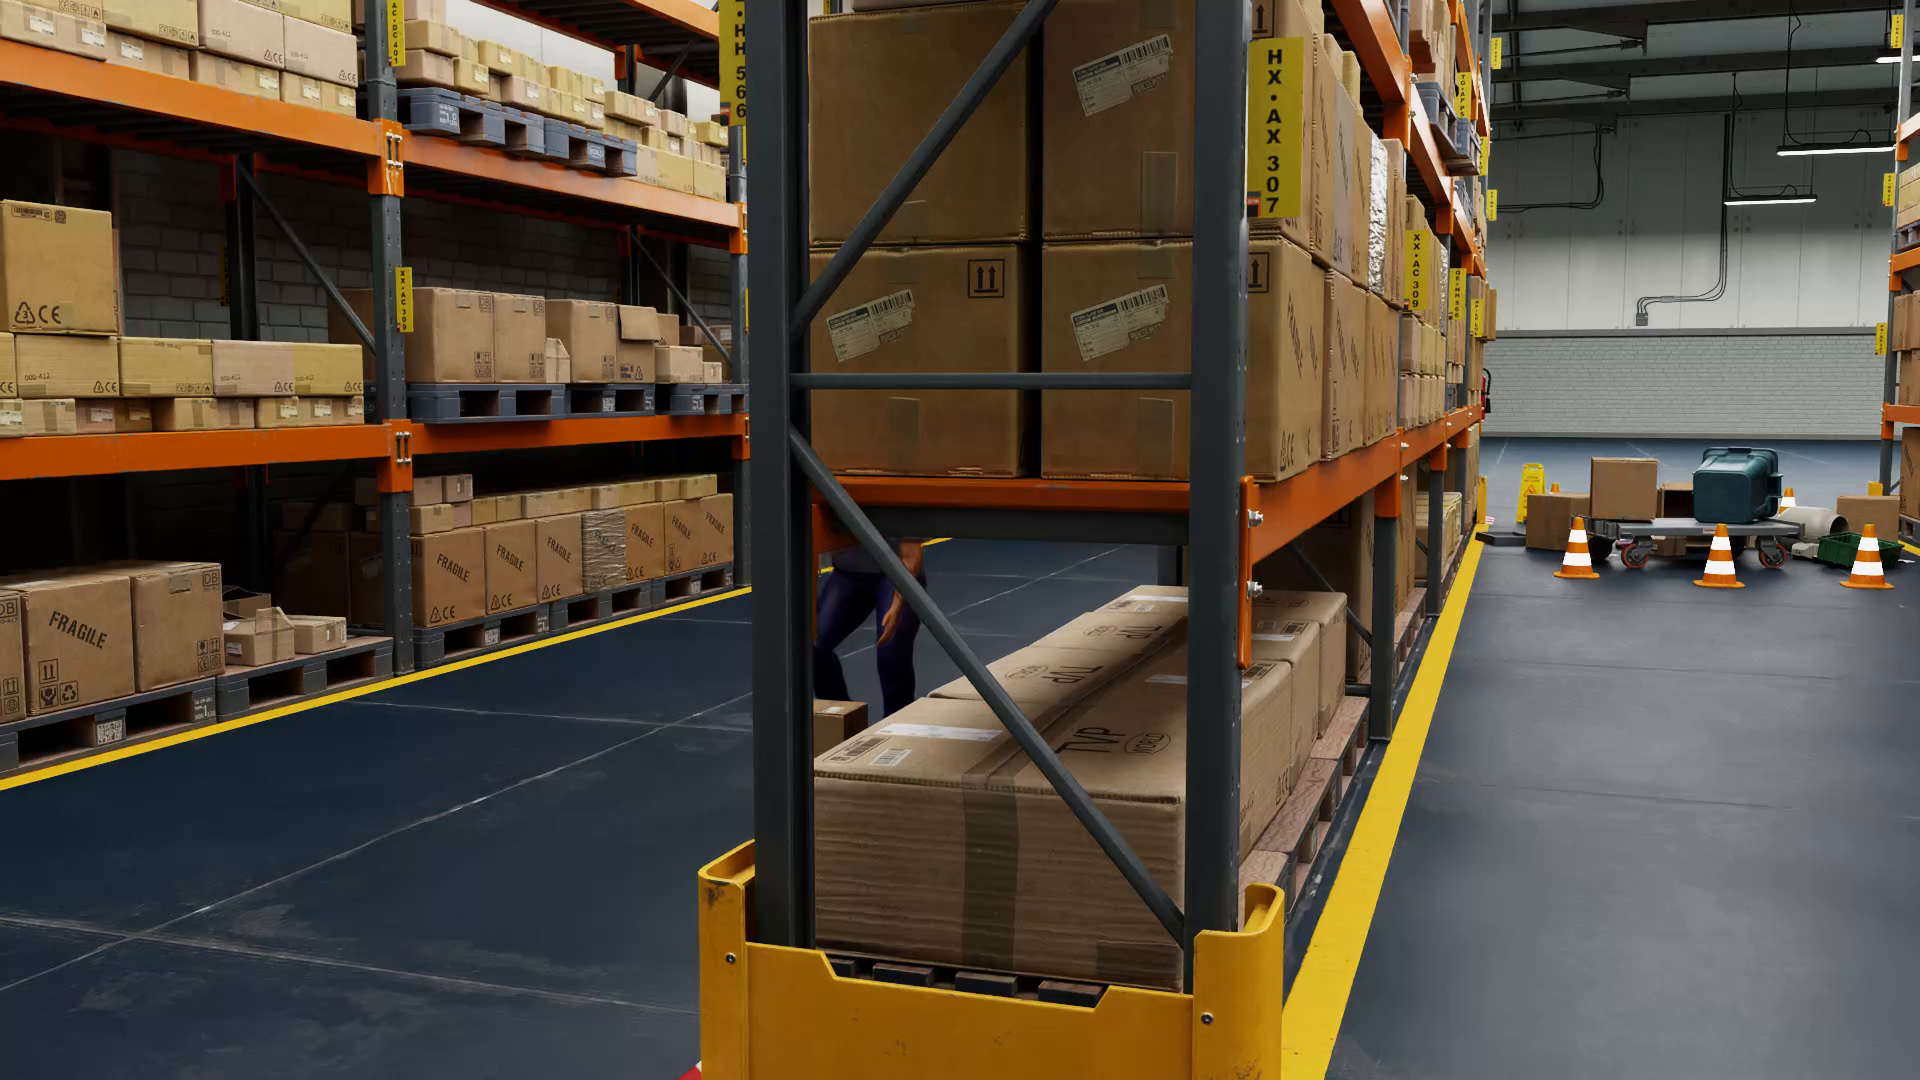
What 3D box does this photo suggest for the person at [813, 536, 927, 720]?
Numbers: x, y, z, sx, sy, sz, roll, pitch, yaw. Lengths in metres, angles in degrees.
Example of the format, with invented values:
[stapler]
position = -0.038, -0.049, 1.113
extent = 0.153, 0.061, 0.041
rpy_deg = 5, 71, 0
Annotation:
[person]
position = -0.368, 0.219, 6.839
extent = 0.534, 1.312, 0.688
rpy_deg = 2, 6, 19
